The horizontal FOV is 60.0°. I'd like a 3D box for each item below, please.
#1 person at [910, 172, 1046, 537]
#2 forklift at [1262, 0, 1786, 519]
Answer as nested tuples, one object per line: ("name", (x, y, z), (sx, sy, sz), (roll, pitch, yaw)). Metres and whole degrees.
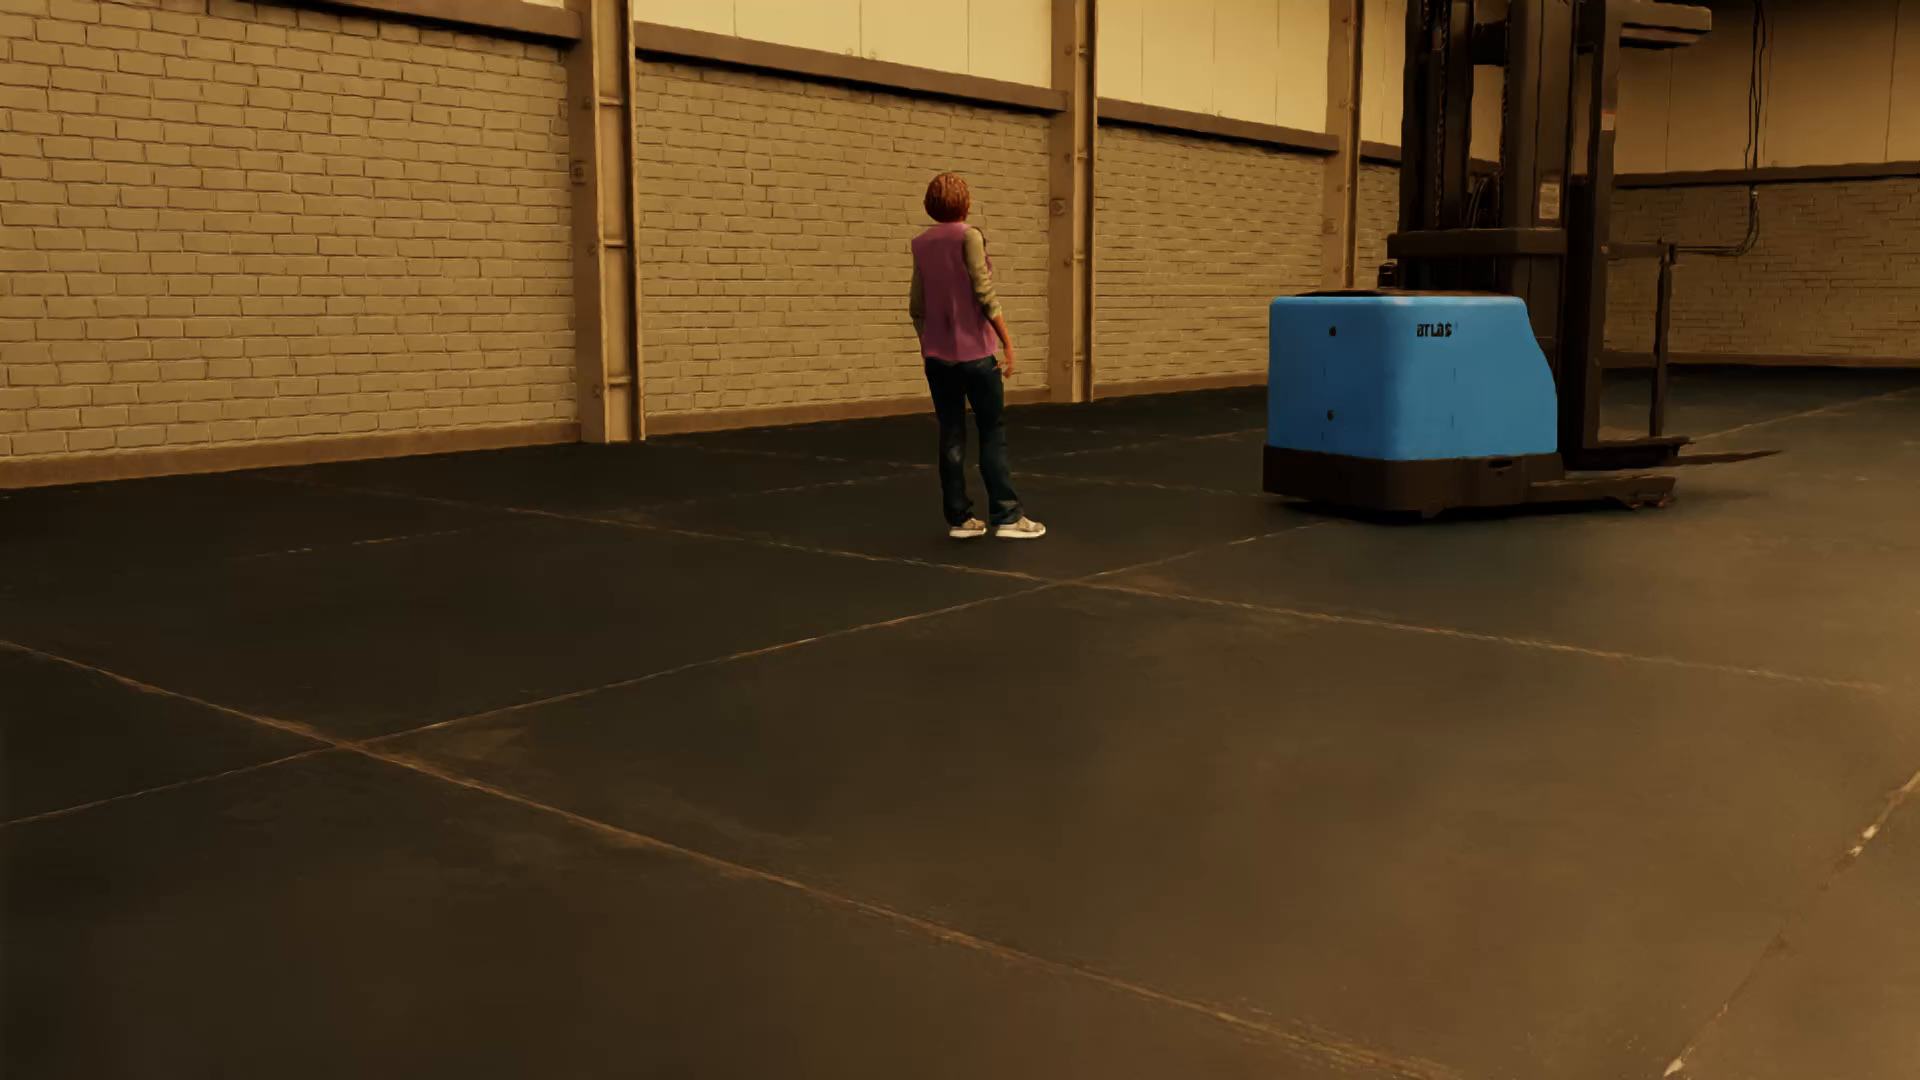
("person", (0.057, -0.804, 7.337), (0.520, 1.597, 0.474), (7, 11, 38))
("forklift", (3.125, -1.675, 8.727), (3.031, 2.935, 1.130), (-4, 9, -27))
